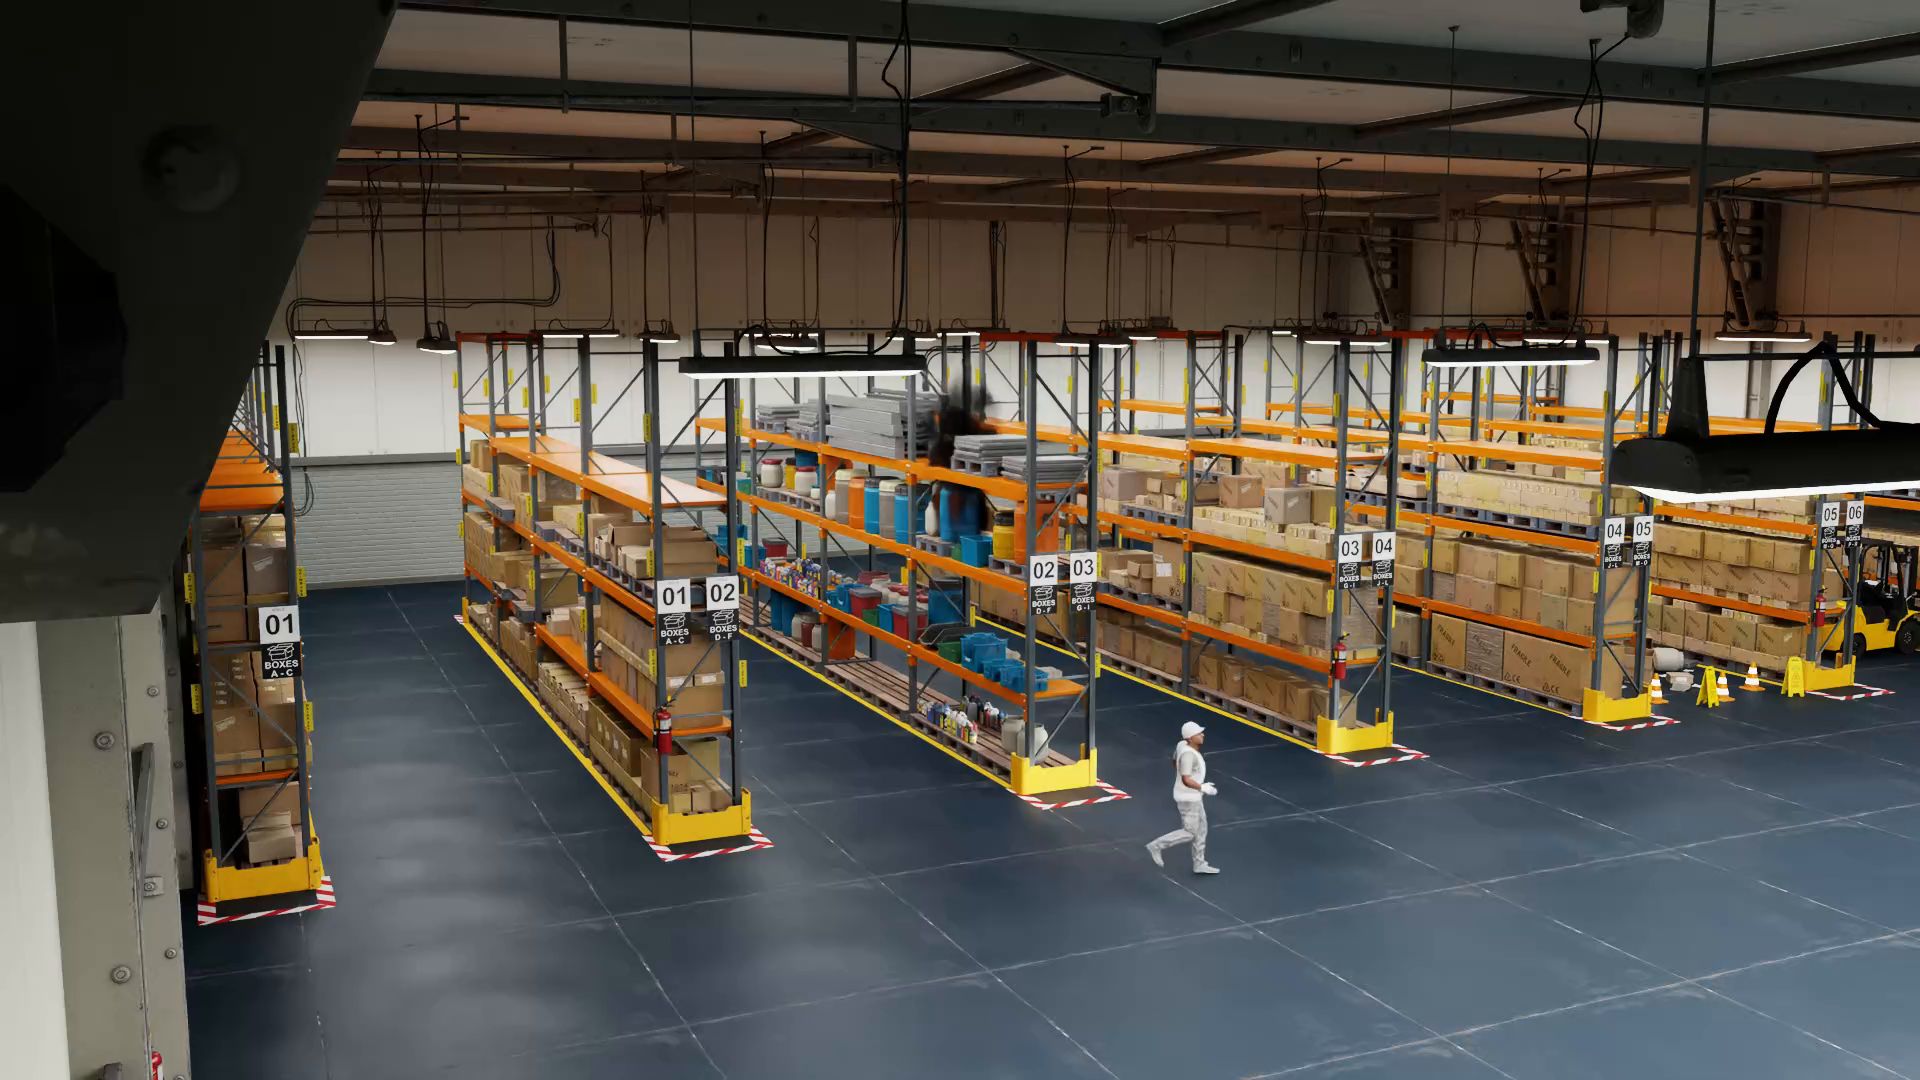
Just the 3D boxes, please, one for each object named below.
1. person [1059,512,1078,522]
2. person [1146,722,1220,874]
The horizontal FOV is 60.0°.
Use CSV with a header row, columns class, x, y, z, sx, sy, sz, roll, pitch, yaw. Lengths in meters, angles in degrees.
class,x,y,z,sx,sy,sz,roll,pitch,yaw
person,2.586,-0.025,40.837,0.723,1.796,0.697,5,9,35
person,2.547,2.931,18.913,0.849,1.773,0.688,1,8,4
